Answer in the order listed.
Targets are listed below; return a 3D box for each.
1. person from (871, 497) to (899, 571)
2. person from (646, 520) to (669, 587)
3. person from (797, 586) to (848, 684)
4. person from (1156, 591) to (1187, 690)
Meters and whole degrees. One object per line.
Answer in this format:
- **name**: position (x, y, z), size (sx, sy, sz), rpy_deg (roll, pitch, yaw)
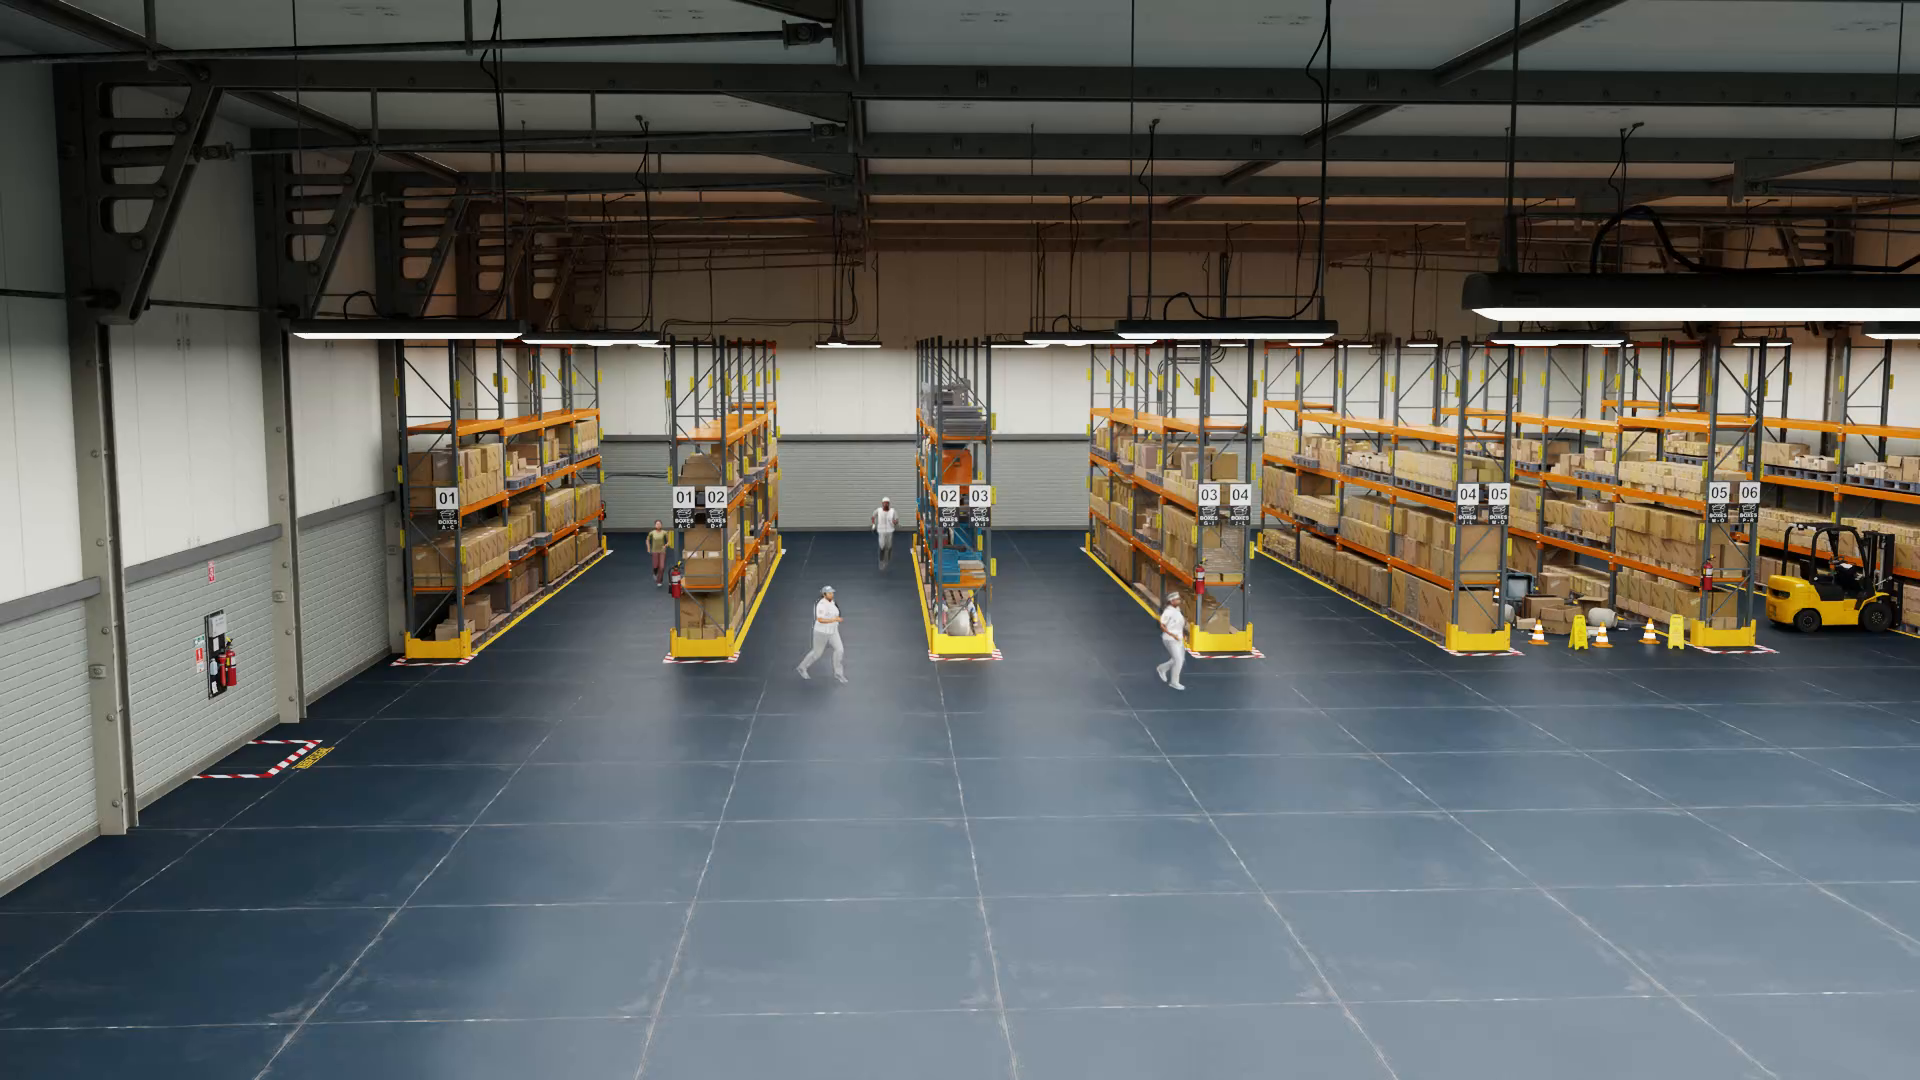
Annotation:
- **person**: position (-1.871, -0.147, 41.792), size (0.668, 1.847, 0.703), rpy_deg (-1, 7, -10)
- **person**: position (-7.350, 0.318, 40.561), size (0.587, 1.627, 0.547), rpy_deg (-1, 7, -13)
- **person**: position (-2.369, 1.635, 28.832), size (0.895, 1.710, 0.610), rpy_deg (4, 7, 29)
- **person**: position (3.571, 1.696, 28.311), size (0.583, 1.665, 0.586), rpy_deg (4, 8, 33)
